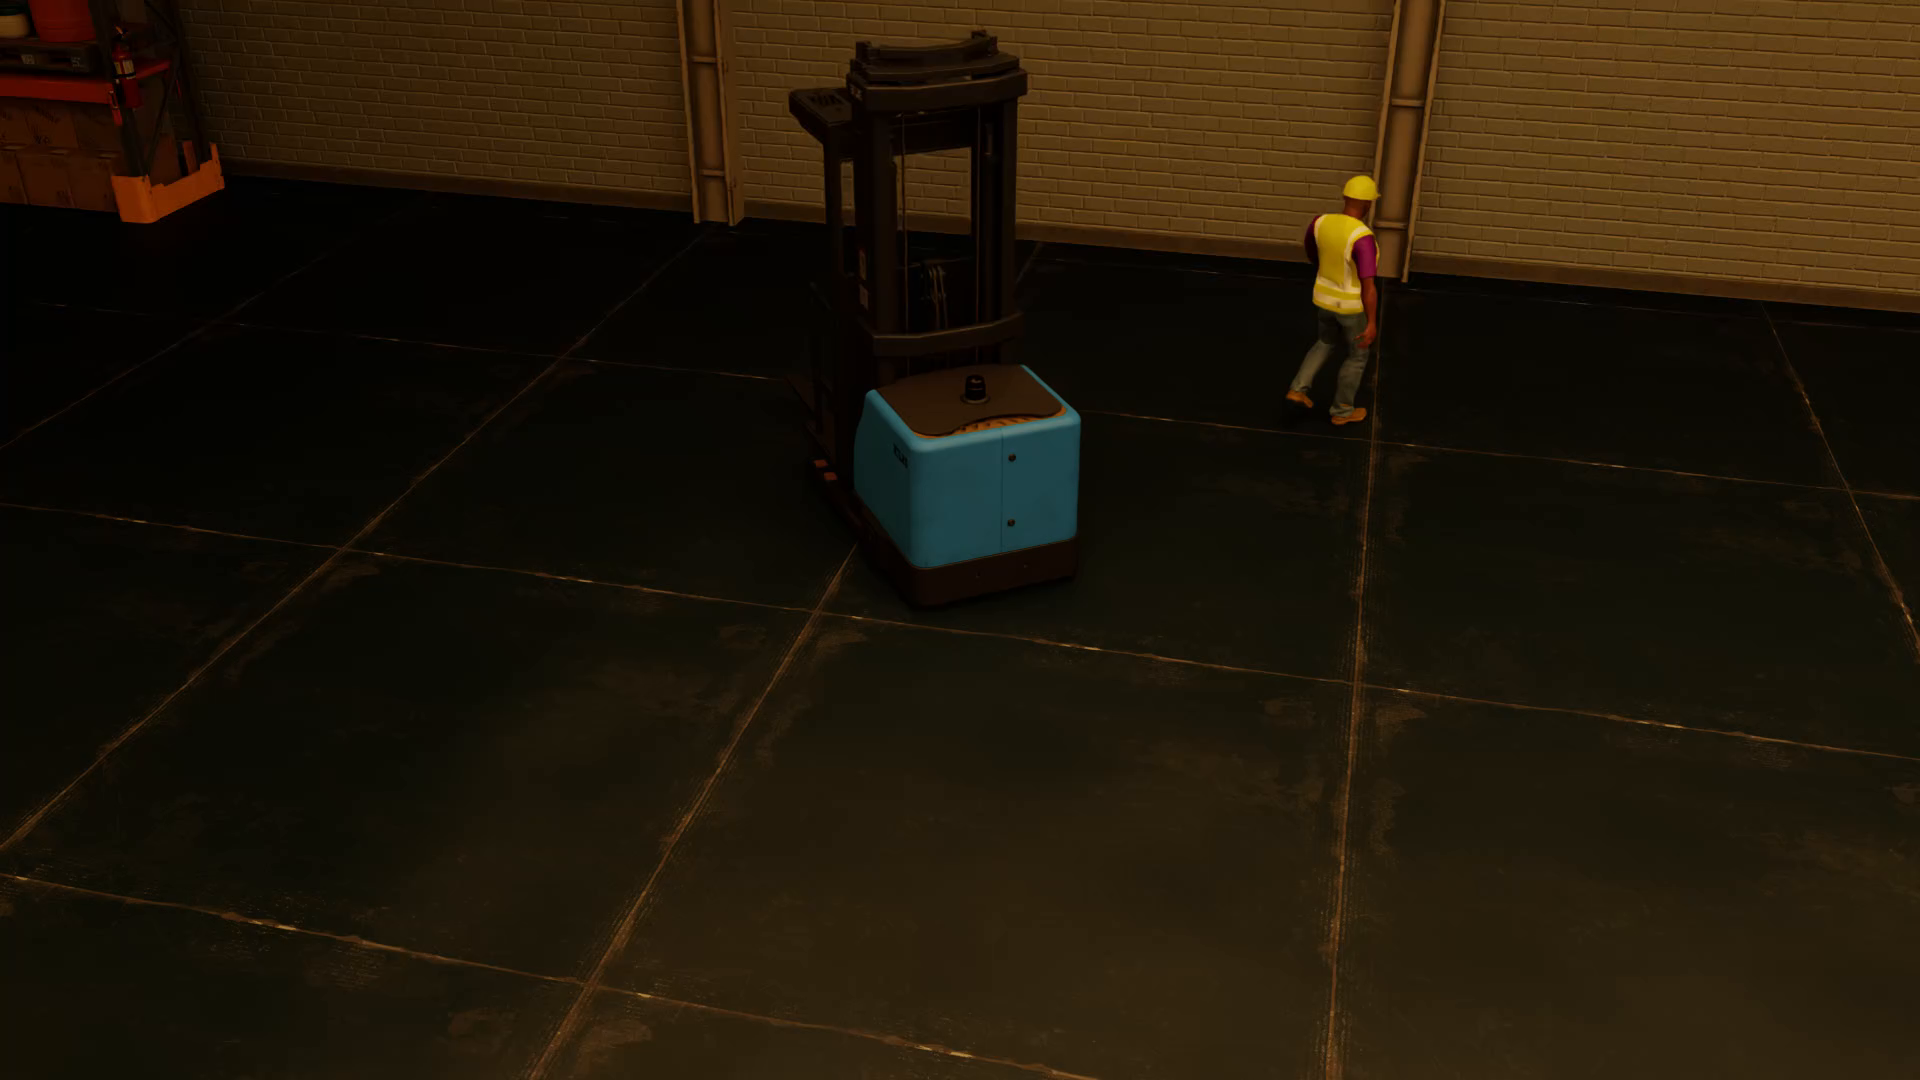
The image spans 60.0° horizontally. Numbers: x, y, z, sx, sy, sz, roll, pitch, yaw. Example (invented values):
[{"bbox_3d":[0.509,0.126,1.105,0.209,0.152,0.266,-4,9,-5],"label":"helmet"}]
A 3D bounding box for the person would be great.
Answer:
[{"bbox_3d":[2.572,-1.597,11.190,0.593,1.747,0.829,-20,35,-31],"label":"person"}]

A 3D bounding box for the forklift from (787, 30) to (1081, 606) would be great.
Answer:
[{"bbox_3d":[-0.337,-1.615,10.021,1.130,2.935,3.031,-11,31,-19],"label":"forklift"}]
